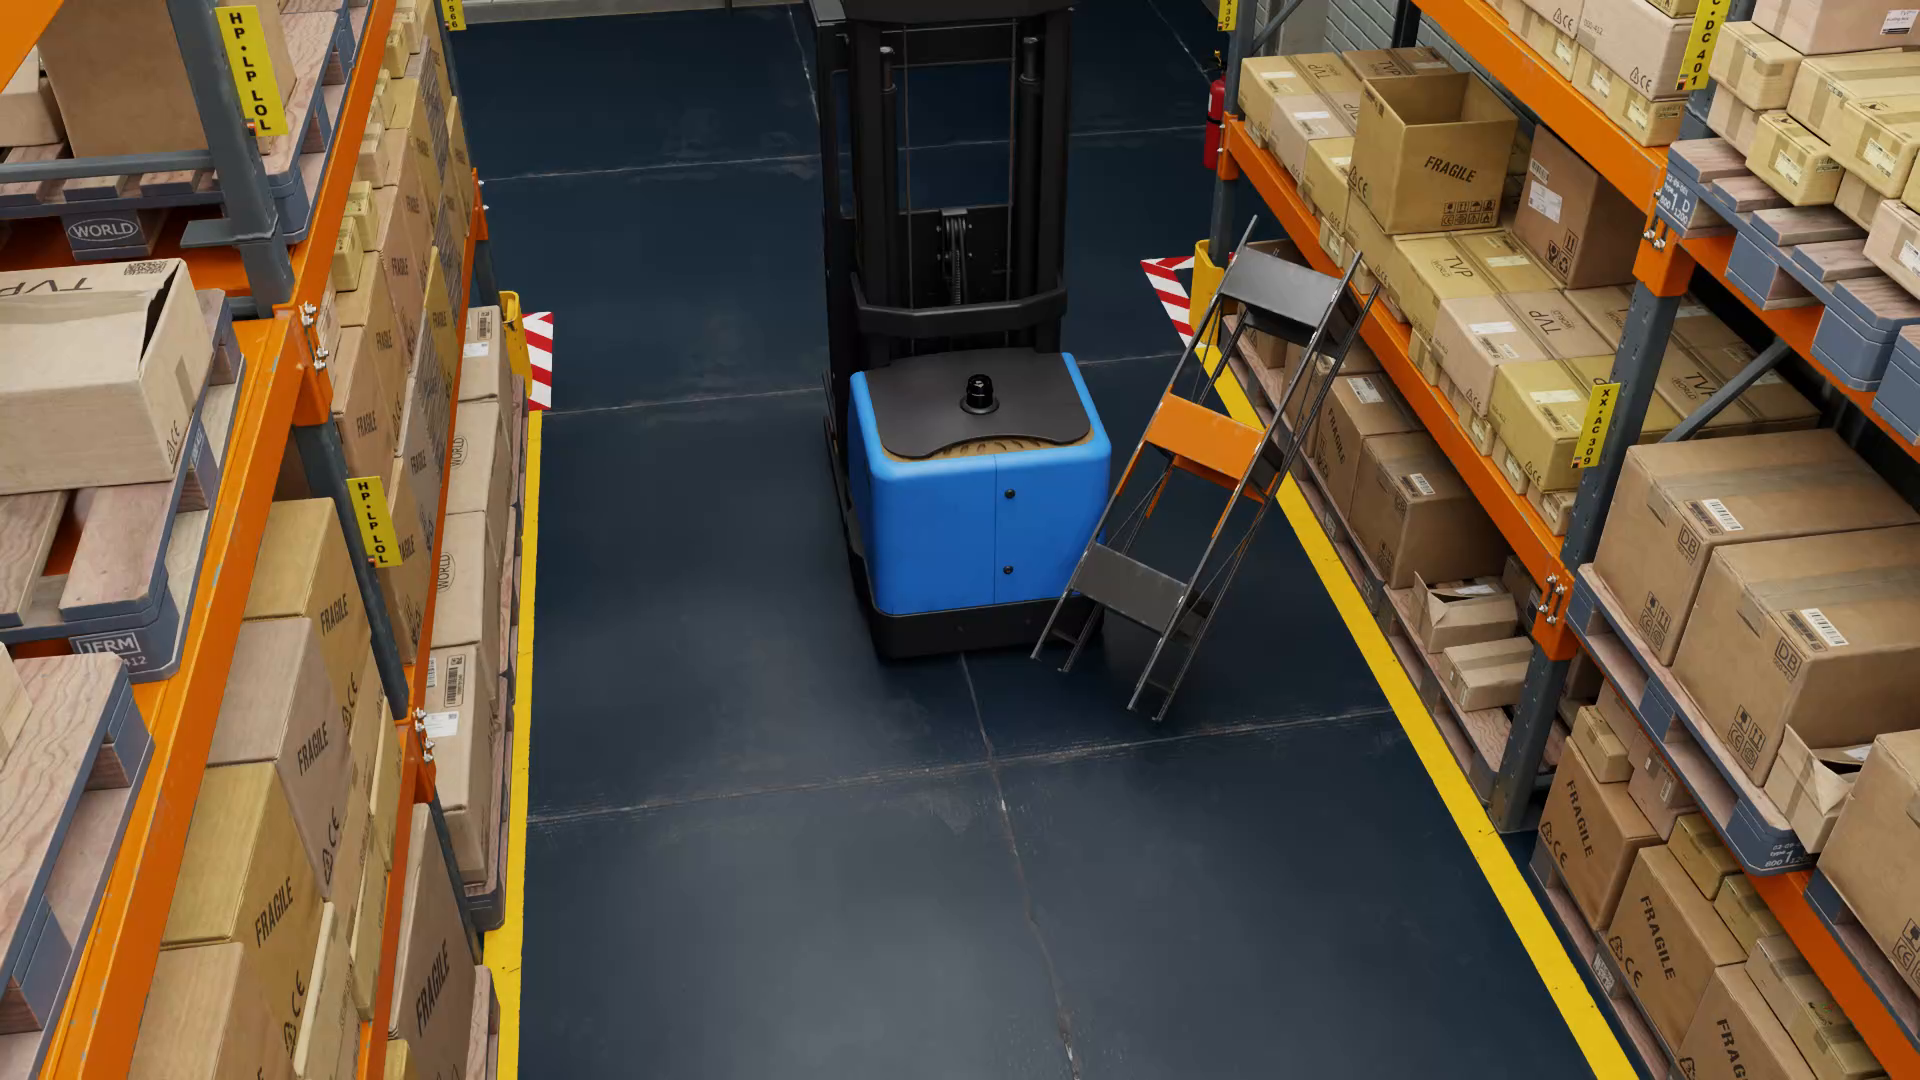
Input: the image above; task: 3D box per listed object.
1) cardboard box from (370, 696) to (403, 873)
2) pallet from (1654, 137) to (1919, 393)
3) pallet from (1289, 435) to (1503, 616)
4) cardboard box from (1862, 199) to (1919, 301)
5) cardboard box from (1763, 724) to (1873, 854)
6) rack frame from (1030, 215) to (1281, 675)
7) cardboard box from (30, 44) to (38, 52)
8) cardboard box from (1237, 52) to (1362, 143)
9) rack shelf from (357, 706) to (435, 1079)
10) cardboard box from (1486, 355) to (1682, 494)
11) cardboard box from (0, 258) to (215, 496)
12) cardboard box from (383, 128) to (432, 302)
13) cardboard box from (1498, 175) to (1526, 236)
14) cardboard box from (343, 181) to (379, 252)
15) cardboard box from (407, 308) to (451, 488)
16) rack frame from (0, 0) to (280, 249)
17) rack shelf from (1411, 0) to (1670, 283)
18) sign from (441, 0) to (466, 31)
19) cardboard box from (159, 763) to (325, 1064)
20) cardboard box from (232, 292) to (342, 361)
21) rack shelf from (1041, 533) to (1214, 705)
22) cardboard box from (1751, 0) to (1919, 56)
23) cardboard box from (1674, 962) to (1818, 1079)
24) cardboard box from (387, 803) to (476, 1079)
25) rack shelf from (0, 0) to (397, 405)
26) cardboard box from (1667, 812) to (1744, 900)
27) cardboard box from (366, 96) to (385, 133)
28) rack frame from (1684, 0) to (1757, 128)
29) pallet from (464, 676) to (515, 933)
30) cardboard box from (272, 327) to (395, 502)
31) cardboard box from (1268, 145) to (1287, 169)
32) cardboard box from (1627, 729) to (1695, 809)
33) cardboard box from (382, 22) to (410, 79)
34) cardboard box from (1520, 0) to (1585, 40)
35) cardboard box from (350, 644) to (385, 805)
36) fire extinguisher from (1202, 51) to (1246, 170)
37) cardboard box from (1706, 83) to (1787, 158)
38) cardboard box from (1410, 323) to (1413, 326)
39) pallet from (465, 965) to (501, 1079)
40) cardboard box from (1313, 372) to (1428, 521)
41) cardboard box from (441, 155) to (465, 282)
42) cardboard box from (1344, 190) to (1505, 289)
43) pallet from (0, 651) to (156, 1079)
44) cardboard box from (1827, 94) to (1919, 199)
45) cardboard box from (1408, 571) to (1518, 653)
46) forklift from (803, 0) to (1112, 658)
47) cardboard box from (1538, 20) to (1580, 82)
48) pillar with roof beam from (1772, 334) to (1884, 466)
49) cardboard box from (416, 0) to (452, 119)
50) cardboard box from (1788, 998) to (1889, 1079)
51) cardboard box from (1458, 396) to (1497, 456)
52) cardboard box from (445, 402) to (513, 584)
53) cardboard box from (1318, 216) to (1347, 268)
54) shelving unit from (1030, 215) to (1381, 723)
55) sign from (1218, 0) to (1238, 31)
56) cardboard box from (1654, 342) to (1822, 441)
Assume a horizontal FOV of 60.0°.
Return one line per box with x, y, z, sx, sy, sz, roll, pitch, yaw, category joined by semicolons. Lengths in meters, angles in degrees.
-1.929;0.744;4.870;0.500;0.250;0.500;-7;38;-9;cardboard box
2.676;-0.804;4.448;1.213;0.211;1.003;-6;38;-8;pallet
2.294;-0.147;8.168;1.003;0.211;1.213;-6;38;-8;pallet
2.404;-0.698;3.940;0.380;0.149;0.250;-6;38;-7;cardboard box
2.496;0.672;4.607;0.396;0.266;0.258;-4;38;-6;cardboard box
0.860;-0.391;7.186;0.015;0.400;2.100;26;89;29;rack frame
-2.729;-1.361;4.793;0.380;0.149;0.250;-5;38;-7;cardboard box
1.744;-2.267;8.502;0.500;0.250;0.500;-6;38;-8;cardboard box
-1.905;1.933;3.803;1.077;0.370;4.000;-6;38;-8;rack shelf
2.301;-0.435;6.145;0.500;0.250;0.500;-5;38;-7;cardboard box
-1.894;-0.365;3.460;0.500;0.311;0.500;-6;38;-8;cardboard box
-2.348;-1.229;6.390;0.500;0.500;0.500;-6;38;-8;cardboard box
2.534;-1.393;7.378;0.500;0.250;0.500;-6;38;-8;cardboard box
-2.204;-1.092;5.685;0.380;0.149;0.250;-7;38;-9;cardboard box
-2.245;-0.516;6.287;0.500;0.500;0.500;-6;38;-8;cardboard box
-2.256;-1.928;3.297;1.000;3.000;0.127;-6;38;-8;rack frame
2.280;-2.204;6.683;1.077;0.370;4.000;-6;38;-8;rack shelf
-2.420;-2.576;7.884;0.100;0.325;0.005;-6;38;-8;sign
-1.762;0.869;3.690;0.500;0.500;0.500;-5;38;-7;cardboard box
-2.116;-0.621;5.080;0.380;0.149;0.250;-6;38;-7;cardboard box
0.729;0.339;7.053;0.480;0.431;0.518;26;89;29;rack shelf
2.340;-1.448;4.324;0.396;0.266;0.258;-7;38;-8;cardboard box
2.680;1.665;5.257;0.500;0.500;0.500;-7;38;-9;cardboard box
-2.068;1.480;5.190;0.875;0.875;0.875;-5;38;-7;cardboard box
-2.606;-1.668;5.993;1.077;0.370;4.000;-6;38;-8;rack shelf
2.612;1.028;5.549;0.380;0.149;0.250;-8;39;-10;cardboard box
-2.391;-1.545;6.269;0.380;0.149;0.250;-5;38;-6;cardboard box
2.631;-2.465;3.987;1.000;3.000;0.127;-6;38;-8;rack frame
-2.312;1.074;6.595;1.003;0.211;1.213;-6;38;-8;pallet
-2.101;-0.307;5.204;0.500;0.500;0.500;-6;38;-8;cardboard box
1.807;-2.036;8.530;0.380;0.149;0.250;-5;38;-7;cardboard box
2.524;0.749;5.664;0.380;0.149;0.250;-8;39;-10;cardboard box
-2.497;-2.016;6.875;0.380;0.149;0.250;-5;38;-7;cardboard box
2.198;-1.915;5.605;0.500;0.250;0.500;-7;38;-9;cardboard box
-1.939;0.543;4.721;0.500;0.250;0.500;-6;38;-8;cardboard box
1.449;-2.373;9.126;0.296;0.674;0.183;-6;38;-8;fire extinguisher
2.291;-1.163;4.538;0.380;0.149;0.250;-6;38;-7;cardboard box
2.163;-0.951;7.134;0.380;0.149;0.250;-6;38;-7;cardboard box
-2.046;2.000;5.404;1.003;0.211;1.213;-6;38;-8;pallet
2.049;-0.460;7.992;0.500;0.500;0.500;-6;38;-7;cardboard box
-2.539;-1.447;7.486;0.500;0.500;0.500;-7;38;-9;cardboard box
2.035;-1.350;7.322;0.500;0.250;0.500;-7;38;-9;cardboard box
-1.918;0.688;2.528;1.003;0.211;1.213;-5;38;-6;pallet
2.371;-0.965;4.040;0.380;0.149;0.250;-7;38;-9;cardboard box
2.181;0.298;7.208;0.396;0.266;0.258;-5;38;-6;cardboard box
-0.108;-1.538;7.741;1.130;2.935;3.031;-6;38;-8;forklift
2.198;-1.678;5.624;0.380;0.149;0.250;-5;38;-6;cardboard box
-0.842;-2.519;4.057;9.100;9.000;0.400;-6;38;-8;pillar with roof beam
-2.638;-2.144;7.568;0.500;0.500;0.500;-5;38;-6;cardboard box
2.722;1.497;4.945;0.380;0.149;0.250;-5;38;-6;cardboard box
2.190;-0.471;6.516;0.380;0.149;0.250;-5;38;-7;cardboard box
-2.574;-0.190;7.695;0.875;0.438;0.875;-5;38;-7;cardboard box
1.894;-1.401;7.713;0.380;0.149;0.250;-7;38;-9;cardboard box
1.052;-0.297;7.069;0.503;0.431;2.100;26;89;29;shelving unit
1.395;-2.795;8.597;0.100;0.325;0.005;-6;38;-8;sign
2.810;-0.482;6.205;0.500;0.250;0.500;-7;38;-8;cardboard box
